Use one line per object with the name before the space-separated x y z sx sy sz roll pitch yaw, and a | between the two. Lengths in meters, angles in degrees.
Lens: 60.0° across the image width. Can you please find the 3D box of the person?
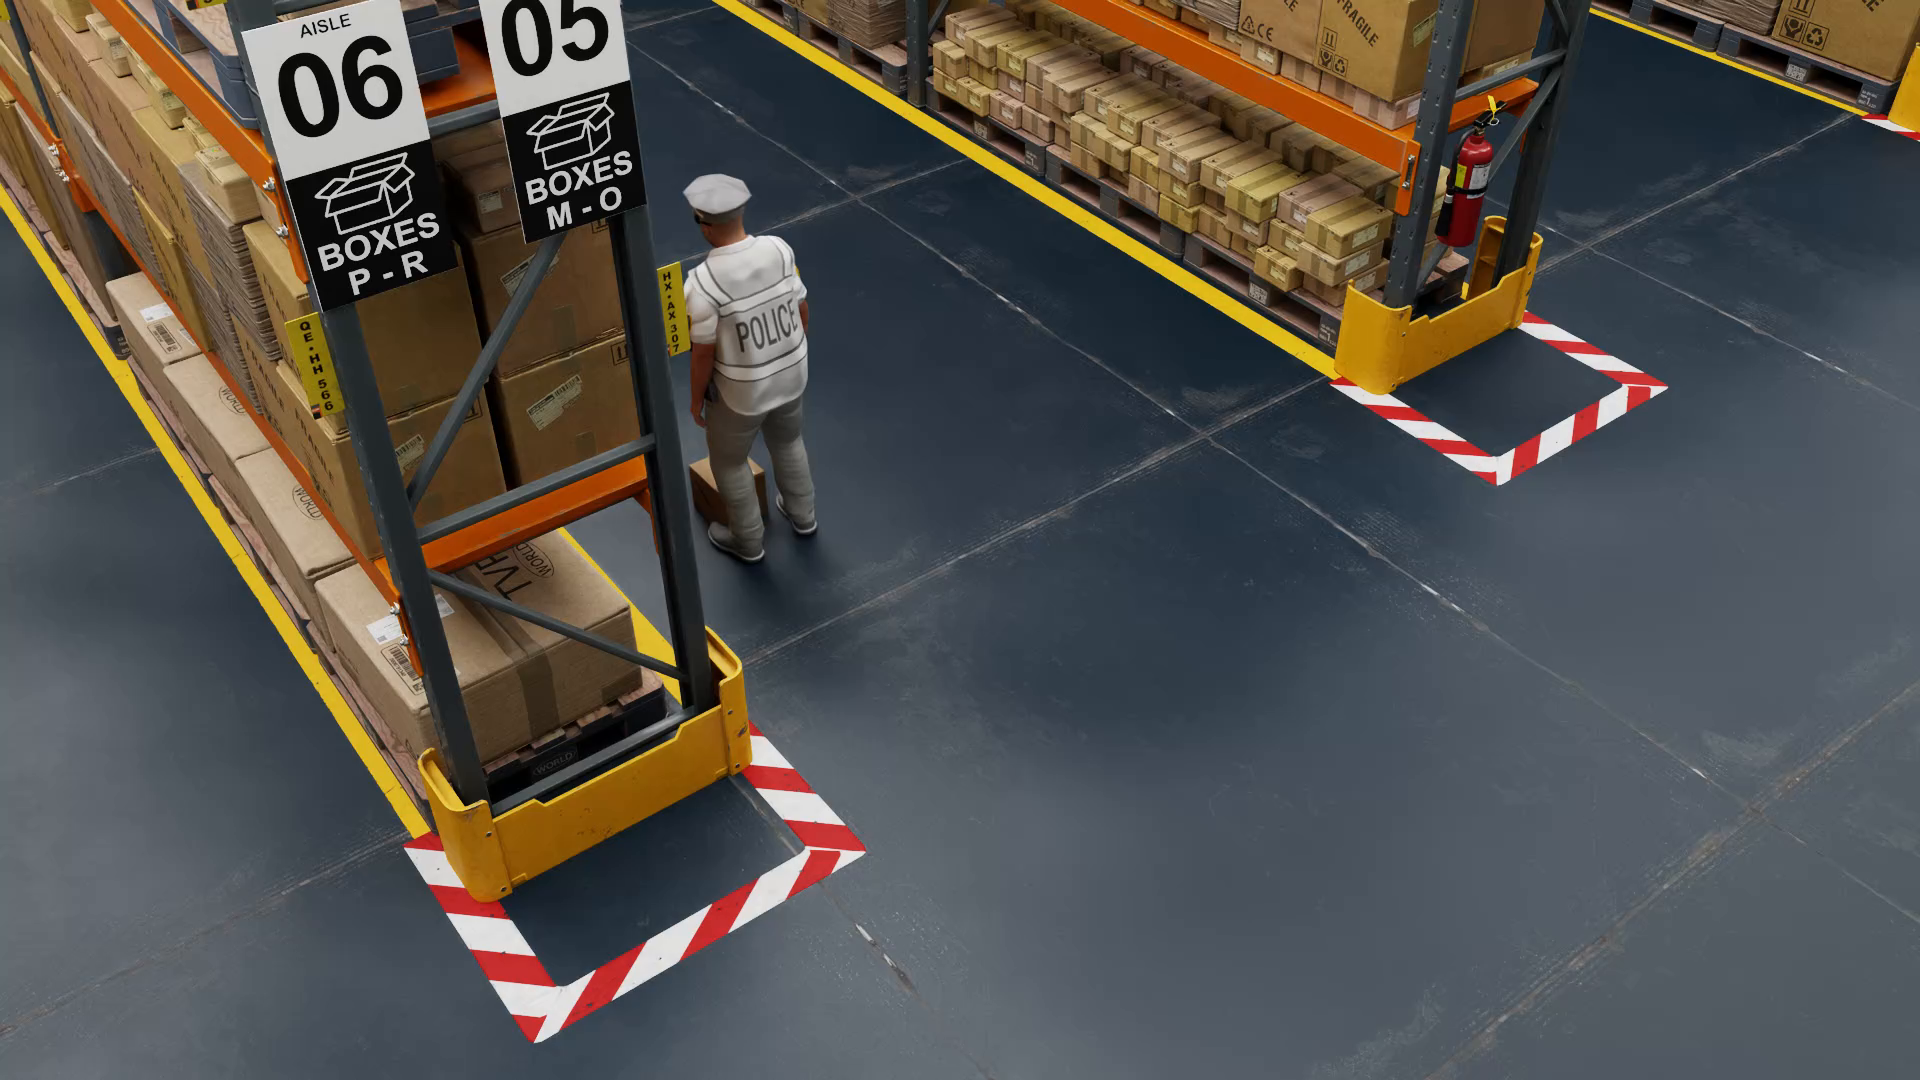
person | -0.869 -0.668 6.948 0.582 1.744 0.437 -28 48 -29
